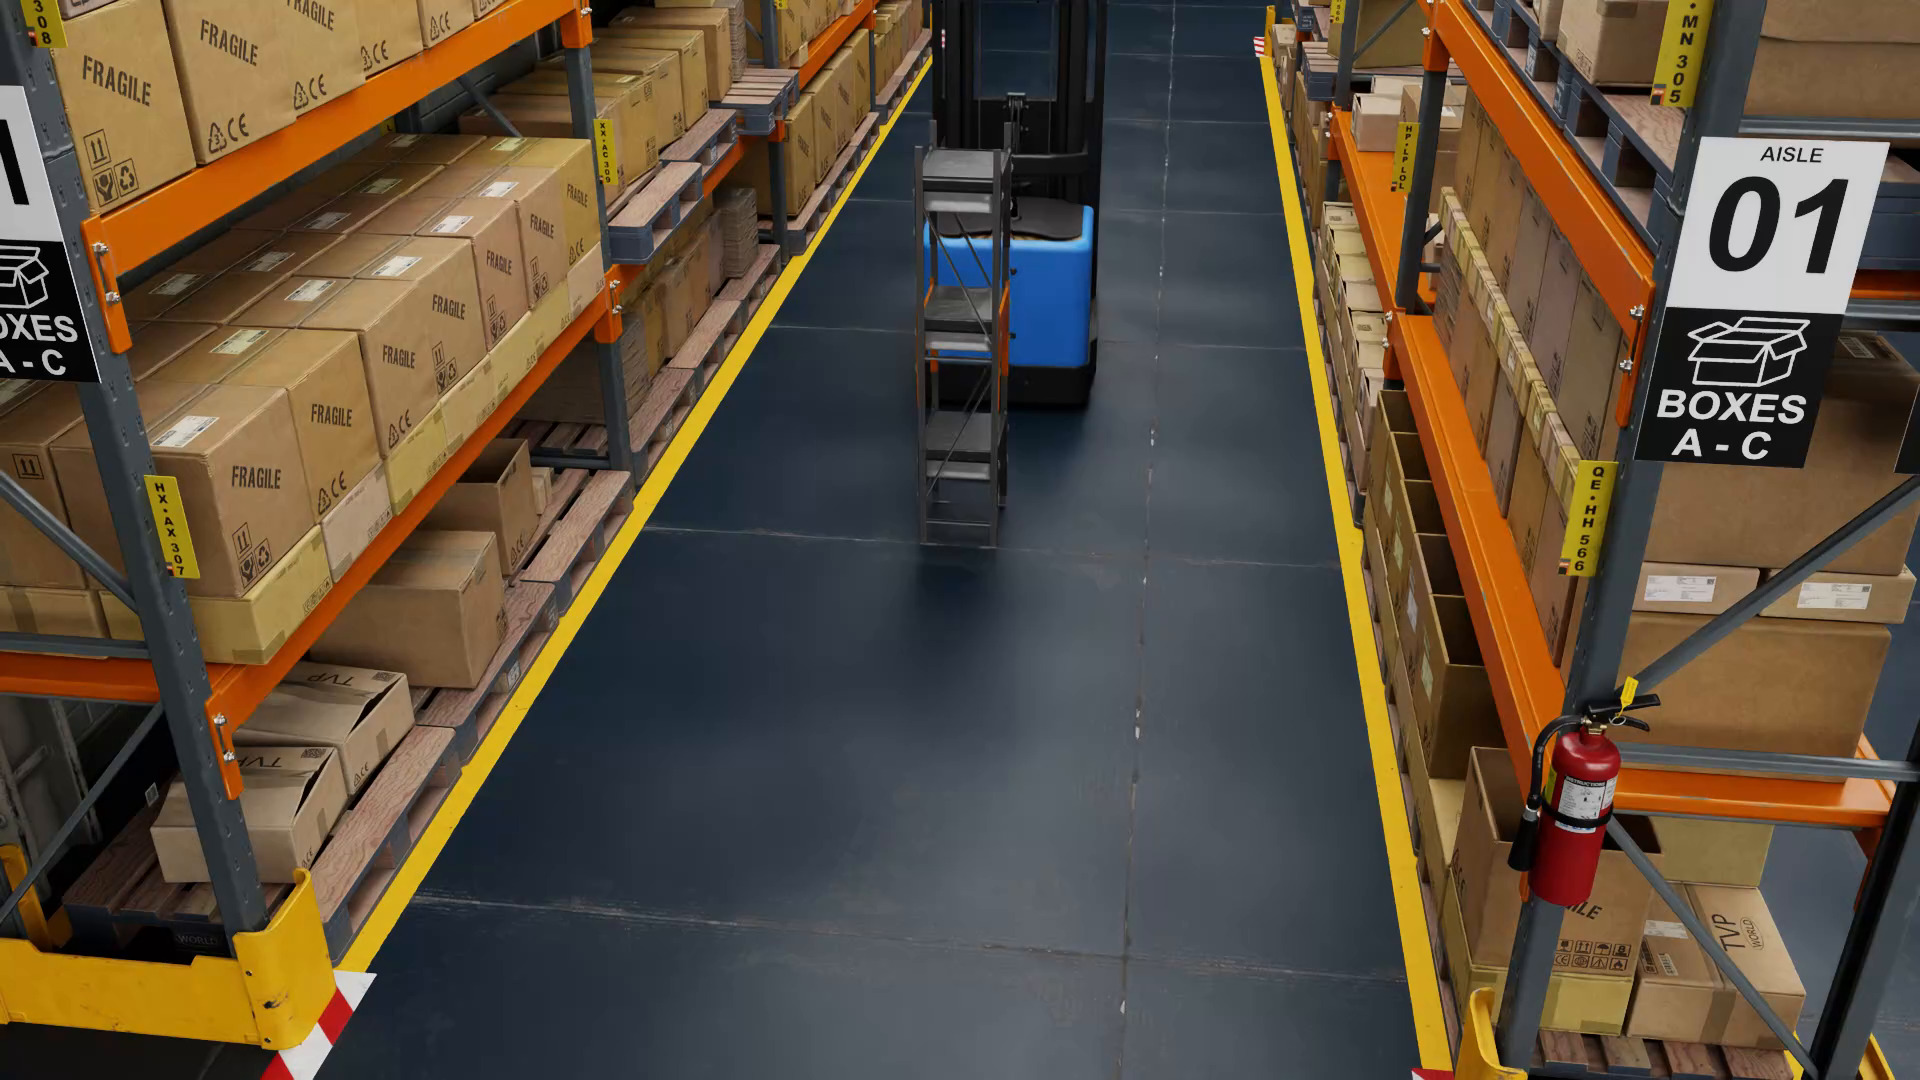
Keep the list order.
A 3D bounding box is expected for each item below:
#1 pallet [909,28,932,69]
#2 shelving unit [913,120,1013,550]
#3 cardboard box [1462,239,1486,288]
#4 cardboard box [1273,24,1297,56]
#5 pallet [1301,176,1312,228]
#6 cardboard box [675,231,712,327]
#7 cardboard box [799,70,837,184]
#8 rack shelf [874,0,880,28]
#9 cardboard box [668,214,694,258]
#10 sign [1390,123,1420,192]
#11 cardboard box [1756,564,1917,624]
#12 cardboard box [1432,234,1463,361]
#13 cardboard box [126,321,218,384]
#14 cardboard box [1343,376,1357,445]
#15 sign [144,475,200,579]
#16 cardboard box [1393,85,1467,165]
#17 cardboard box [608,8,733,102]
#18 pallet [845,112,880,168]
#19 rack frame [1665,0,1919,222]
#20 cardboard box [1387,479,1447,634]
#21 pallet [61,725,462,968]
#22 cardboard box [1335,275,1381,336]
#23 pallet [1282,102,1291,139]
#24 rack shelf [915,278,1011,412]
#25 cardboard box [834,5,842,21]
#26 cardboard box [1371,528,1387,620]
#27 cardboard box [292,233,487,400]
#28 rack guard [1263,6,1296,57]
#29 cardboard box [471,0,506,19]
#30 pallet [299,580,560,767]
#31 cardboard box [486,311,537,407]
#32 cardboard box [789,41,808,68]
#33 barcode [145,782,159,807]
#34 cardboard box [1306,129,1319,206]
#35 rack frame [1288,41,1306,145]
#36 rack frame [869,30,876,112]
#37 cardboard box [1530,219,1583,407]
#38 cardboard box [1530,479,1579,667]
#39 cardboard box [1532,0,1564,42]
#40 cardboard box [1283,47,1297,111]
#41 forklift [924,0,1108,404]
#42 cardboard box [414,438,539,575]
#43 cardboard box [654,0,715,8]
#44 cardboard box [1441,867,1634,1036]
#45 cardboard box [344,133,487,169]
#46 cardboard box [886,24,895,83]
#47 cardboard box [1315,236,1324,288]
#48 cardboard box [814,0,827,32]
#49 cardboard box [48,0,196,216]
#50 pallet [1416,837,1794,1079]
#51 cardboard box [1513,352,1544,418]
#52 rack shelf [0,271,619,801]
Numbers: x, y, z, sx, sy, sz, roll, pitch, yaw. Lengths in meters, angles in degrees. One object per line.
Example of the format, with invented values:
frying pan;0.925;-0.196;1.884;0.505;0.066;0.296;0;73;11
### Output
pallet;-0.847;-5.608;18.938;1.003;0.211;1.213;3;28;6
shelving unit;0.020;-1.002;8.397;0.431;2.100;0.503;3;28;6
cardboard box;2.303;-1.133;6.902;0.380;0.149;0.250;3;28;6
cardboard box;3.681;-5.439;18.119;0.500;0.250;0.500;3;28;6
pallet;3.391;-2.859;13.835;1.003;0.211;1.213;3;28;6
cardboard box;-2.055;-1.731;10.973;0.700;0.500;0.500;3;28;6
cardboard box;-1.473;-3.440;13.797;0.750;0.750;0.750;3;28;6
rack shelf;-1.072;-5.959;17.407;1.077;0.370;4.000;3;28;6
cardboard box;-2.033;-2.026;10.728;0.500;0.250;0.500;3;28;6
sign;2.080;-1.784;7.762;0.100;0.325;0.005;3;28;6
cardboard box;2.392;0.099;4.615;0.380;0.149;0.250;3;28;6
cardboard box;2.572;-1.117;7.556;0.700;0.500;0.500;3;28;5
cardboard box;-2.869;-0.429;5.730;0.500;0.500;0.500;4;29;7
cardboard box;2.447;-0.707;9.356;0.500;0.250;0.500;3;28;5
sign;-2.249;-0.035;4.740;0.100;0.325;0.005;3;28;6
cardboard box;2.921;-2.418;9.971;0.500;0.500;0.500;2;28;3
cardboard box;-1.896;-3.203;10.963;0.700;0.500;0.500;1;28;1
pallet;-1.337;-3.739;15.468;1.003;0.211;1.213;3;28;6
rack frame;2.130;-2.041;3.050;1.000;3.000;0.127;3;28;6
cardboard box;2.130;0.084;7.097;0.500;0.500;0.500;3;28;6
pallet;-2.643;1.126;6.438;1.003;0.211;1.213;3;28;6
cardboard box;2.571;-1.427;10.102;0.500;0.311;0.500;3;28;6
pallet;3.685;-4.144;16.219;1.003;0.211;1.213;3;28;6
rack shelf;0.020;-0.990;8.403;0.431;0.518;0.480;3;28;6
cardboard box;-1.231;-4.578;14.330;0.380;0.149;0.250;3;28;6
cardboard box;2.196;0.179;7.711;0.500;0.250;0.500;3;28;6
cardboard box;-2.239;-0.884;6.575;0.500;0.500;0.500;4;29;8
rack guard;4.081;-5.795;18.979;1.175;0.500;0.348;3;28;6
cardboard box;-2.188;-2.452;6.851;0.500;0.500;0.500;1;28;2
pallet;-2.491;0.553;7.501;1.003;0.211;1.213;3;28;6
cardboard box;-2.170;-0.799;7.208;0.500;0.250;0.500;3;28;6
cardboard box;-1.381;-3.729;12.754;0.380;0.149;0.250;4;29;8
barcode;-3.008;0.948;6.189;0.001;0.075;0.075;3;28;6
cardboard box;3.055;-2.956;13.246;0.500;0.500;0.500;2;28;4
rack frame;3.600;-5.048;14.958;1.000;3.000;0.127;3;28;6
rack frame;-1.317;-5.334;15.489;1.000;3.000;0.127;3;28;6
cardboard box;2.326;-0.744;5.495;0.700;0.500;0.500;3;29;6
cardboard box;2.259;0.090;5.315;0.700;0.500;0.500;4;29;8
cardboard box;2.077;-1.746;5.170;0.500;0.311;0.500;7;29;12
cardboard box;3.388;-4.426;15.975;0.500;0.500;0.500;3;28;6
forklift;0.391;-2.788;10.836;1.130;2.935;3.031;2;28;5
cardboard box;-2.384;-0.171;8.076;0.500;0.500;0.500;1;28;2
cardboard box;-1.844;-3.658;11.124;0.380;0.149;0.250;-1;28;-2
cardboard box;1.902;1.357;5.526;0.500;0.250;0.500;3;28;6
cardboard box;-2.562;-1.632;7.964;0.500;0.500;0.500;3;28;5
cardboard box;-1.059;-5.001;17.063;0.700;0.500;0.500;3;28;6
cardboard box;2.754;-1.910;11.589;0.500;0.250;0.500;3;28;6
cardboard box;-1.358;-4.328;13.182;0.500;0.500;0.500;3;28;6
cardboard box;-2.498;-1.202;4.529;0.500;0.500;0.500;4;29;8
pallet;2.182;1.466;5.807;1.003;0.211;1.213;3;28;6
cardboard box;2.145;-0.530;5.781;0.380;0.149;0.250;4;29;8
rack shelf;-2.542;-0.310;6.922;1.077;0.370;4.000;3;28;6
